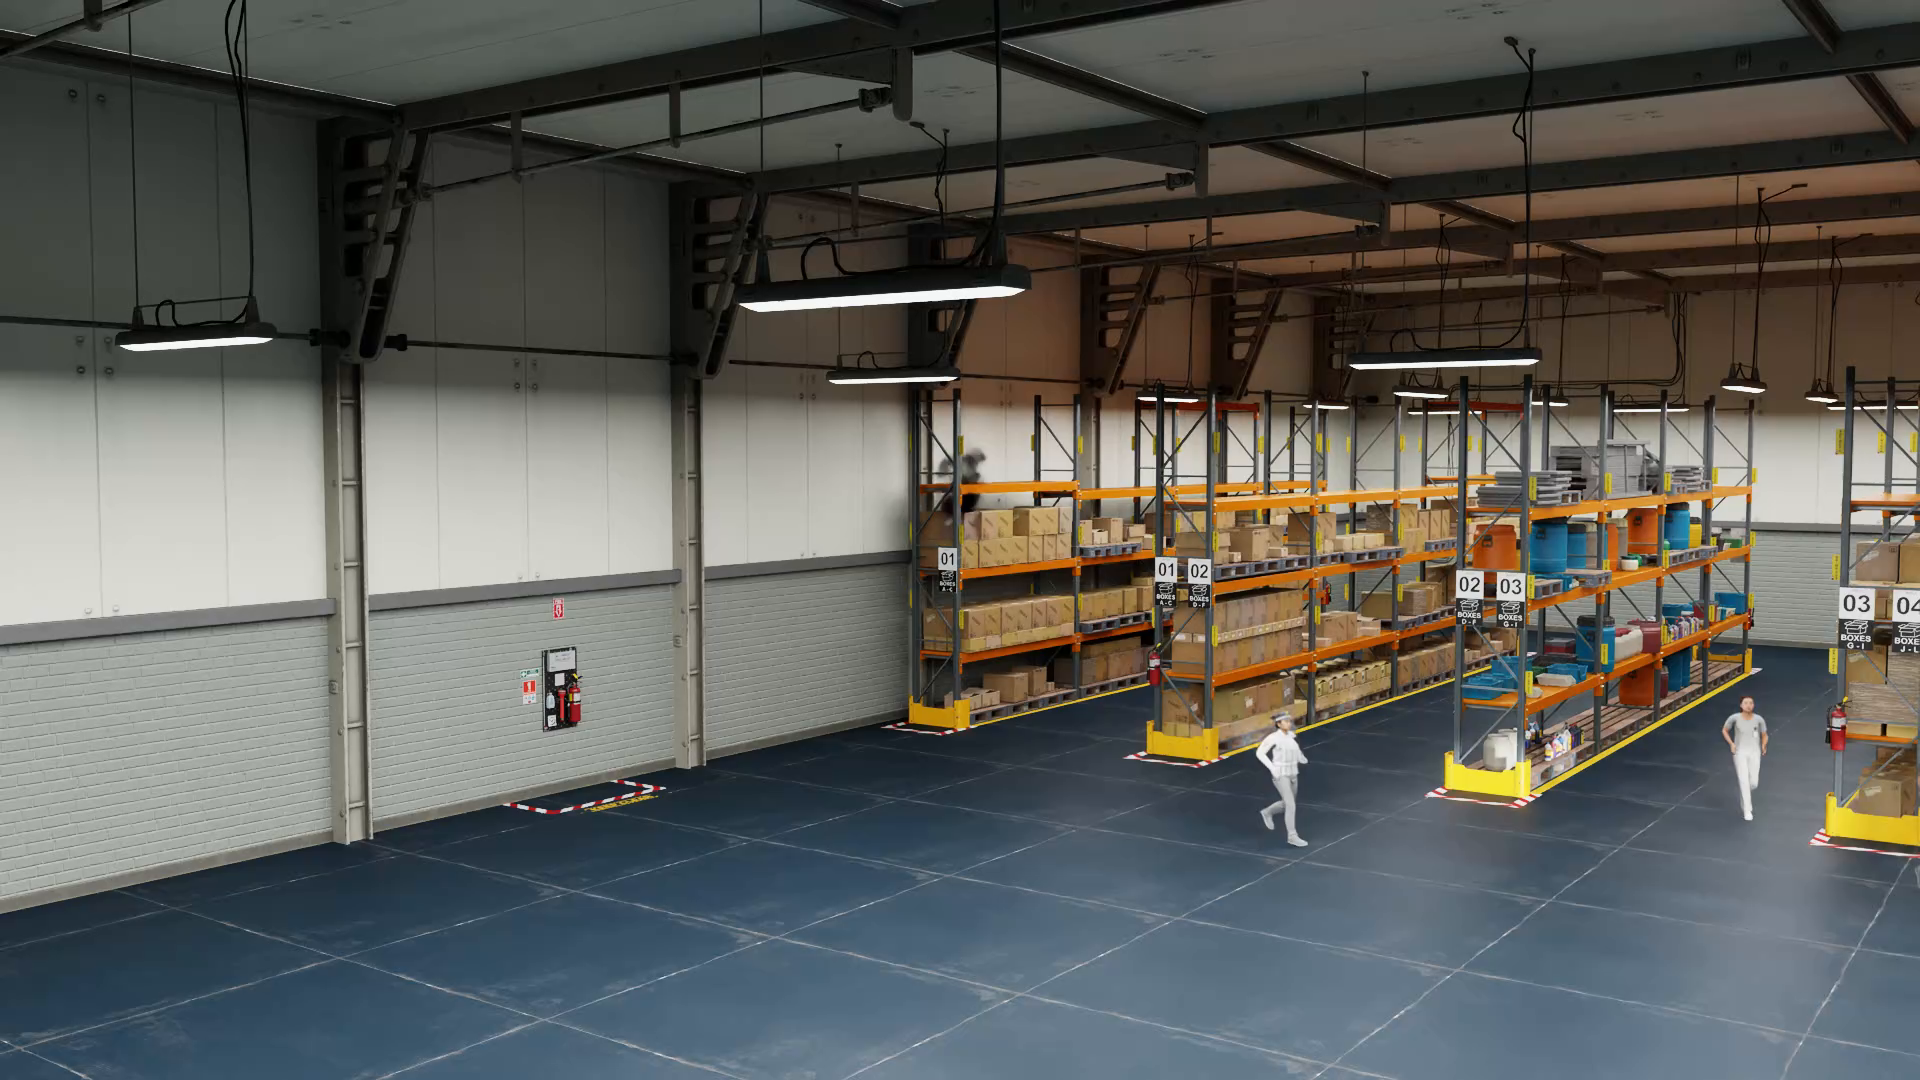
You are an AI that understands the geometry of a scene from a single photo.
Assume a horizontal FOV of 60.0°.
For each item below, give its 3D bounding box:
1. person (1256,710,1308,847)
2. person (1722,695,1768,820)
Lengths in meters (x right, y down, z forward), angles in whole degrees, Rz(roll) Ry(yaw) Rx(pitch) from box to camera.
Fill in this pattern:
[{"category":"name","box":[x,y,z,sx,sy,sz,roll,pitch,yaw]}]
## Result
[{"category":"person","box":[4.067,2.963,20.966,0.624,1.668,0.862,-2,4,-35]},{"category":"person","box":[10.633,2.910,22.525,0.565,1.649,0.747,1,3,16]}]
